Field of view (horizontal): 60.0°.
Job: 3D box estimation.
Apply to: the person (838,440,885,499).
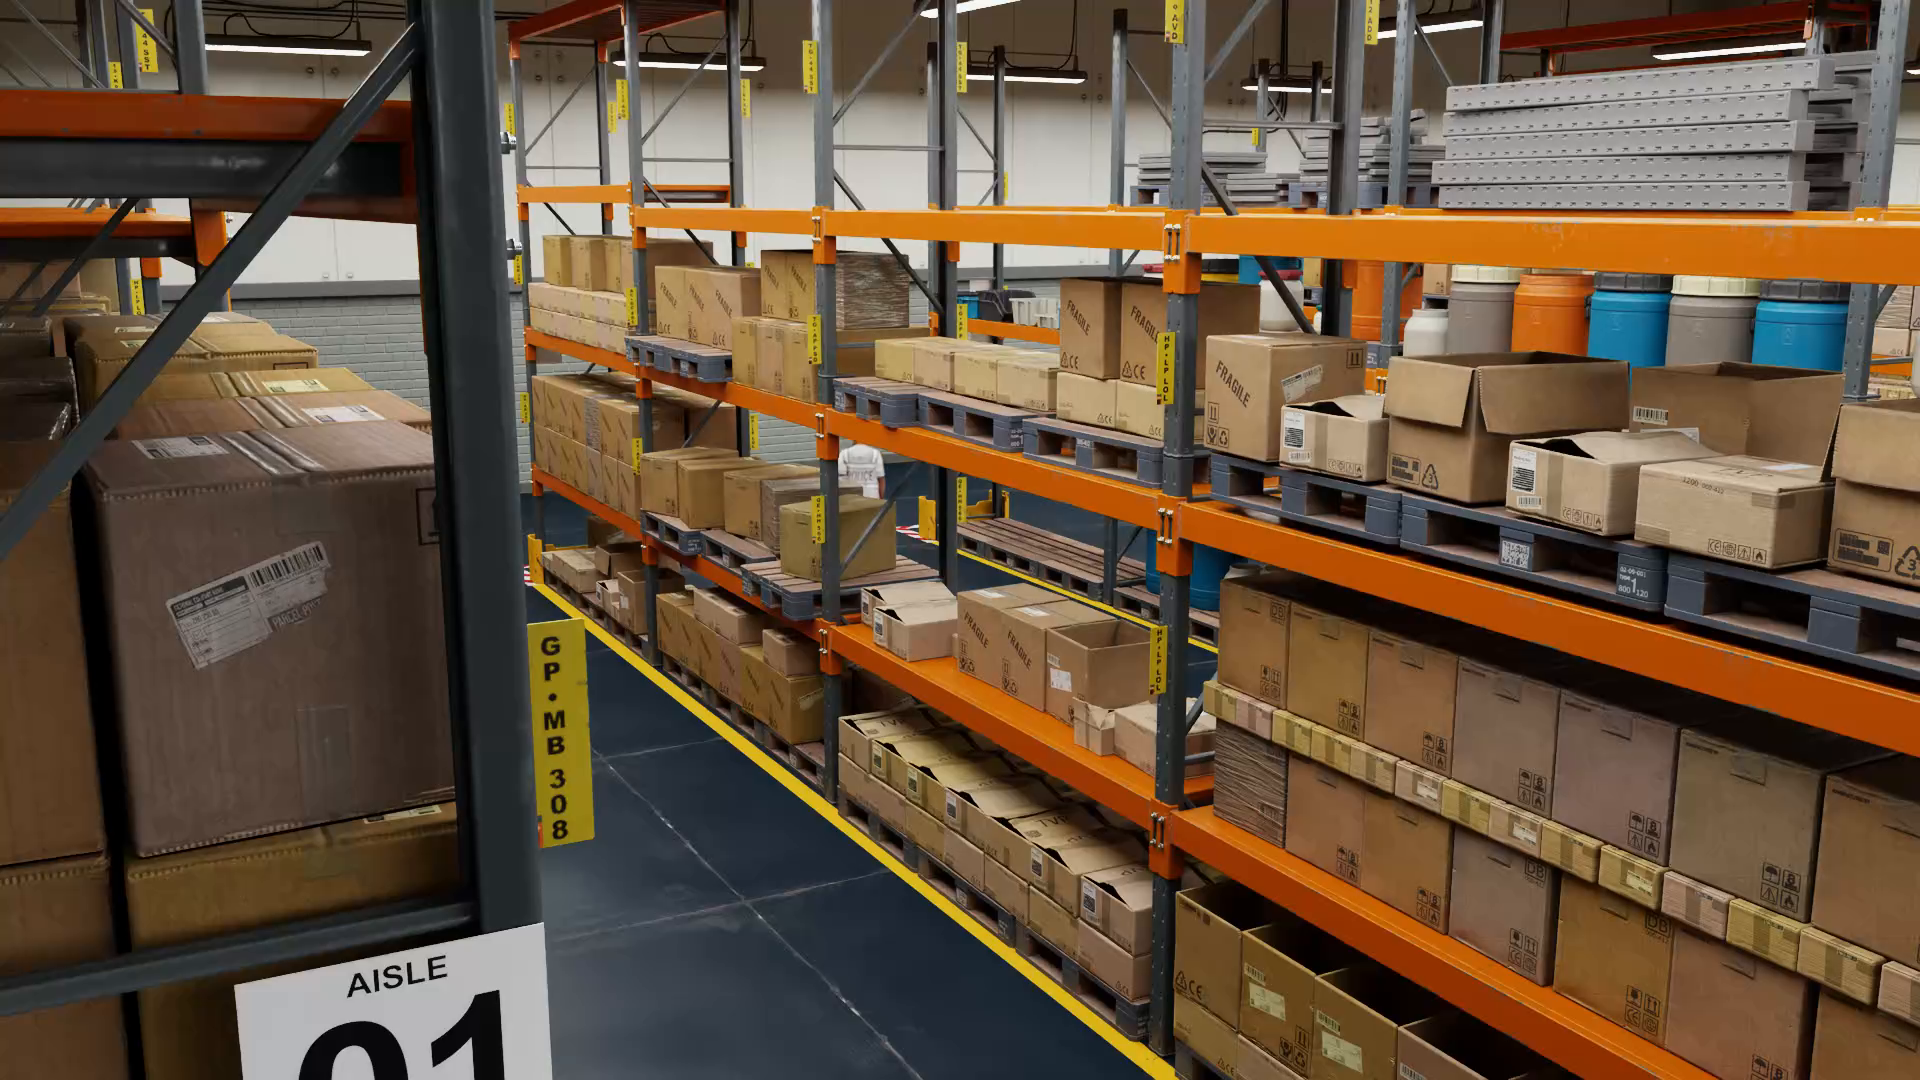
[{"bbox_3d":[-1.115,-0.438,18.544,0.556,1.701,1.047,0,12,-2],"label":"person"}]
